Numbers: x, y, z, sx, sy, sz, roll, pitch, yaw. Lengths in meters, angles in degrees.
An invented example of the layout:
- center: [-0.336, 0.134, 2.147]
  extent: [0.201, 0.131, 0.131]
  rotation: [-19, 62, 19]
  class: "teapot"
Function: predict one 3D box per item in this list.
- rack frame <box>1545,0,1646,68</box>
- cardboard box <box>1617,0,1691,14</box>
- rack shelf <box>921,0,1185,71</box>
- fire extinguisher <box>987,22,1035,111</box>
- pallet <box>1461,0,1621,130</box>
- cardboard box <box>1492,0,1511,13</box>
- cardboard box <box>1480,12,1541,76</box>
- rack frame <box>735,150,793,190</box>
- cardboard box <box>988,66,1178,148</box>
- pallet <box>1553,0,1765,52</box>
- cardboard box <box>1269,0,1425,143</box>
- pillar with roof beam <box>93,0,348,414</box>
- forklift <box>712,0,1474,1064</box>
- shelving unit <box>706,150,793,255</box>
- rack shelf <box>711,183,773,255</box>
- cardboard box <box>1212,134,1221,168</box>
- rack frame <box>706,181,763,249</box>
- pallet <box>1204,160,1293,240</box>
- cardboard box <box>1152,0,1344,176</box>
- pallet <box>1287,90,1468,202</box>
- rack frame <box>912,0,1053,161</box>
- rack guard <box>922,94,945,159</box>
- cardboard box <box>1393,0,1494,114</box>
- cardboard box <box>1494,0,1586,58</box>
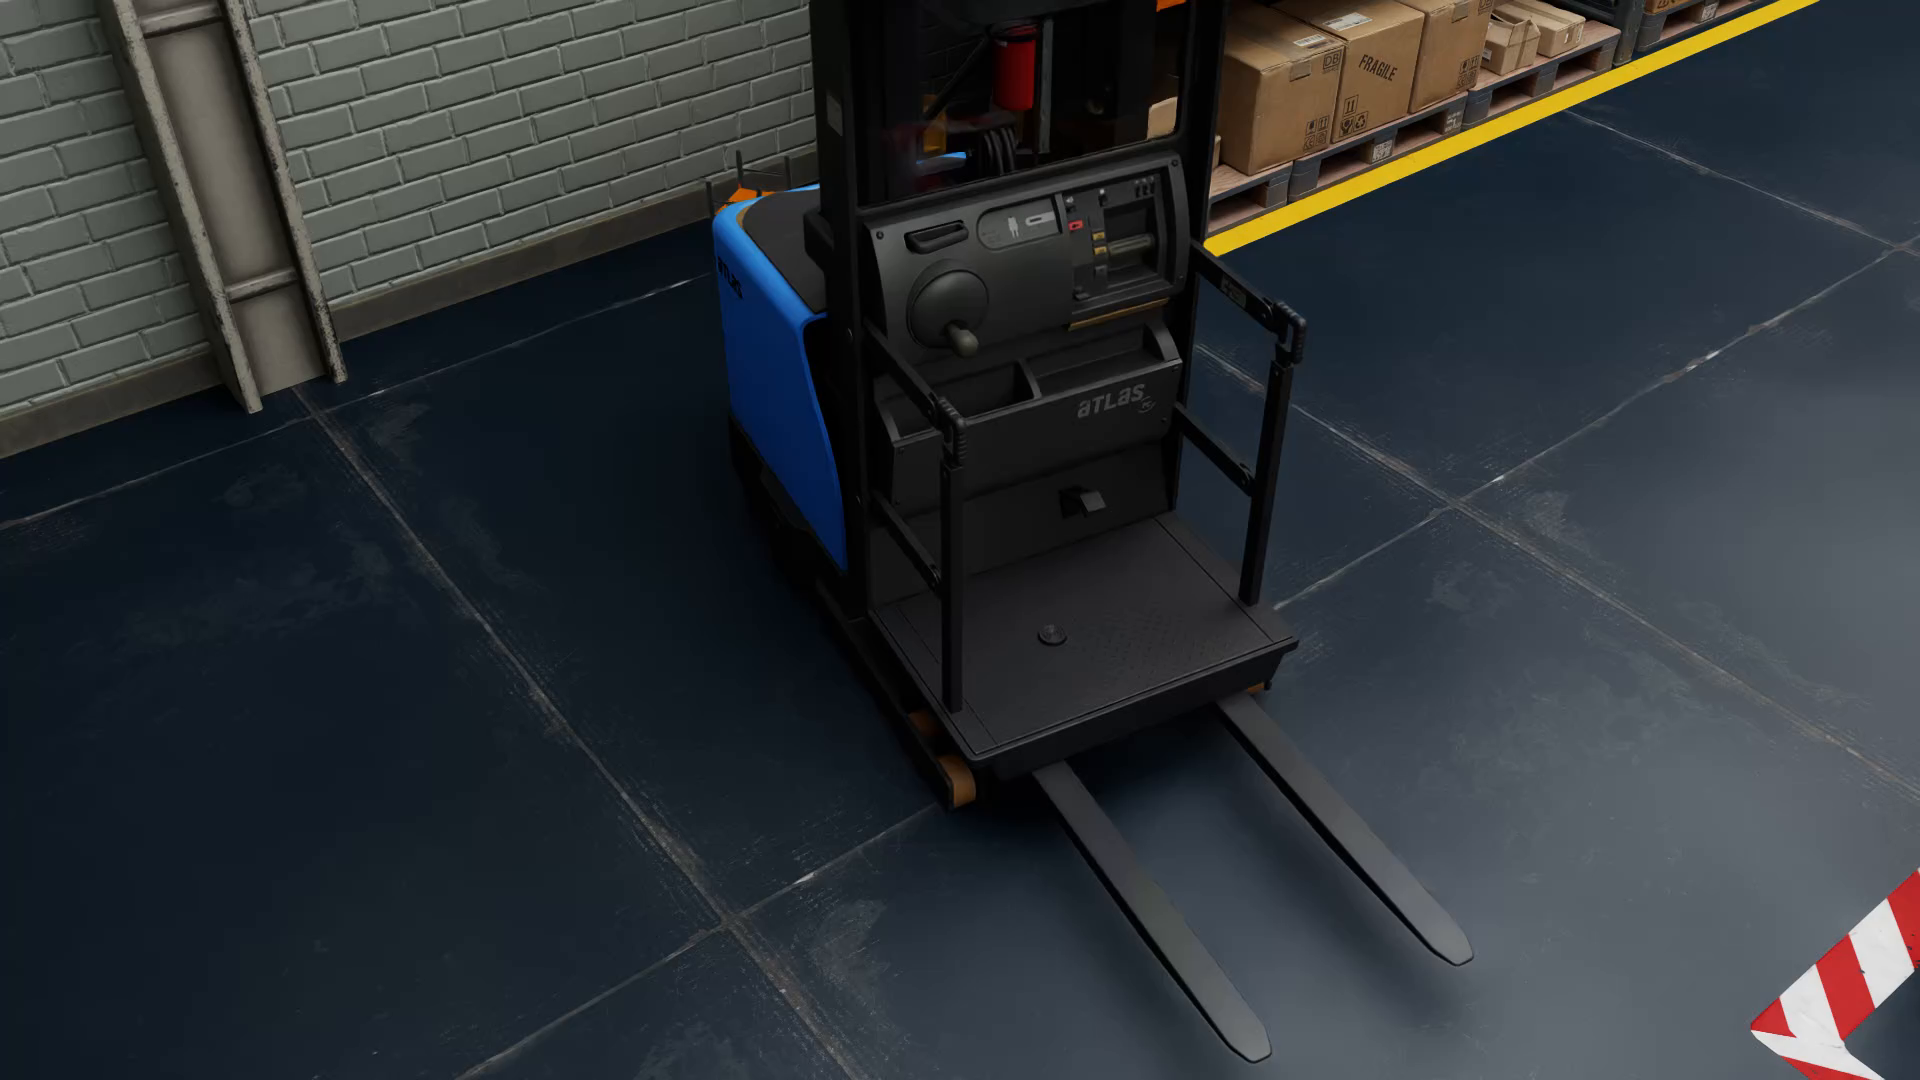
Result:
- center: [3.212, -3.927, 8.172]
  extent: [0.127, 3.000, 1.000]
  rotation: [-26, 46, -28]
  class: "rack frame"
- center: [3.733, -3.197, 8.921]
  extent: [0.500, 0.500, 0.500]
  rotation: [-24, 45, -26]
  class: "cardboard box"
- center: [1.626, -2.876, 7.458]
  extent: [4.000, 0.370, 1.077]
  rotation: [-26, 46, -28]
  class: "rack shelf"
- center: [0.205, -1.918, 6.077]
  extent: [0.183, 0.674, 0.296]
  rotation: [-26, 46, -28]
  class: "fire extinguisher"
- center: [2.667, -2.584, 8.733]
  extent: [1.213, 0.211, 1.003]
  rotation: [-26, 46, -28]
  class: "pallet"
- center: [2.544, -2.913, 8.725]
  extent: [0.500, 0.311, 0.500]
  rotation: [-24, 45, -27]
  class: "cardboard box"
- center: [2.666, -2.531, 8.295]
  extent: [0.258, 0.266, 0.396]
  rotation: [-24, 45, -27]
  class: "cardboard box"
- center: [-0.666, -0.919, 6.038]
  extent: [0.200, 1.050, 0.008]
  rotation: [10, 40, 15]
  class: "rack frame"
- center: [0.583, -1.767, 7.176]
  extent: [0.637, 0.503, 0.797]
  rotation: [-28, 47, -30]
  class: "cardboard box"
- center: [3.834, -3.182, 9.463]
  extent: [1.213, 0.211, 1.003]
  rotation: [-26, 46, -28]
  class: "pallet"
- center: [1.765, -2.230, 7.744]
  extent: [0.500, 0.500, 0.500]
  rotation: [-25, 46, -27]
  class: "cardboard box"
- center: [-0.024, -1.947, 1.028]
  extent: [0.400, 9.000, 9.100]
  rotation: [-26, 46, -28]
  class: "pillar with roof beam"
- center: [0.299, -0.684, 4.273]
  extent: [1.130, 2.935, 3.031]
  rotation: [-18, 43, -20]
  class: "forklift"
- center: [-0.703, -0.845, 5.948]
  extent: [0.215, 1.050, 0.252]
  rotation: [10, 40, 15]
  class: "shelving unit"
- center: [-0.710, -1.058, 5.776]
  extent: [0.215, 0.259, 0.240]
  rotation: [10, 40, 15]
  class: "rack shelf"
- center: [0.944, -1.774, 7.465]
  extent: [0.250, 0.149, 0.380]
  rotation: [-28, 47, -30]
  class: "cardboard box"
- center: [-0.741, -0.771, 5.858]
  extent: [0.200, 1.050, 0.008]
  rotation: [10, 40, 15]
  class: "rack frame"
- center: [0.732, -1.641, 7.584]
  extent: [1.213, 0.211, 1.003]
  rotation: [-26, 46, -28]
  class: "pallet"
- center: [1.284, -2.076, 7.556]
  extent: [0.500, 0.500, 0.700]
  rotation: [-24, 45, -26]
  class: "cardboard box"
- center: [1.699, -2.110, 8.155]
  extent: [1.213, 0.211, 1.003]
  rotation: [-26, 46, -28]
  class: "pallet"
- center: [0.040, -2.381, 6.287]
  extent: [0.127, 3.000, 1.000]
  rotation: [-26, 46, -28]
  class: "rack frame"
- center: [0.101, -1.444, 7.116]
  extent: [0.348, 0.500, 1.175]
  rotation: [-26, 46, -28]
  class: "rack guard"
- center: [2.108, -2.478, 8.045]
  extent: [0.500, 0.500, 0.700]
  rotation: [-28, 47, -30]
  class: "cardboard box"
- center: [2.949, -2.624, 8.500]
  extent: [0.250, 0.149, 0.380]
  rotation: [-27, 47, -29]
  class: "cardboard box"
